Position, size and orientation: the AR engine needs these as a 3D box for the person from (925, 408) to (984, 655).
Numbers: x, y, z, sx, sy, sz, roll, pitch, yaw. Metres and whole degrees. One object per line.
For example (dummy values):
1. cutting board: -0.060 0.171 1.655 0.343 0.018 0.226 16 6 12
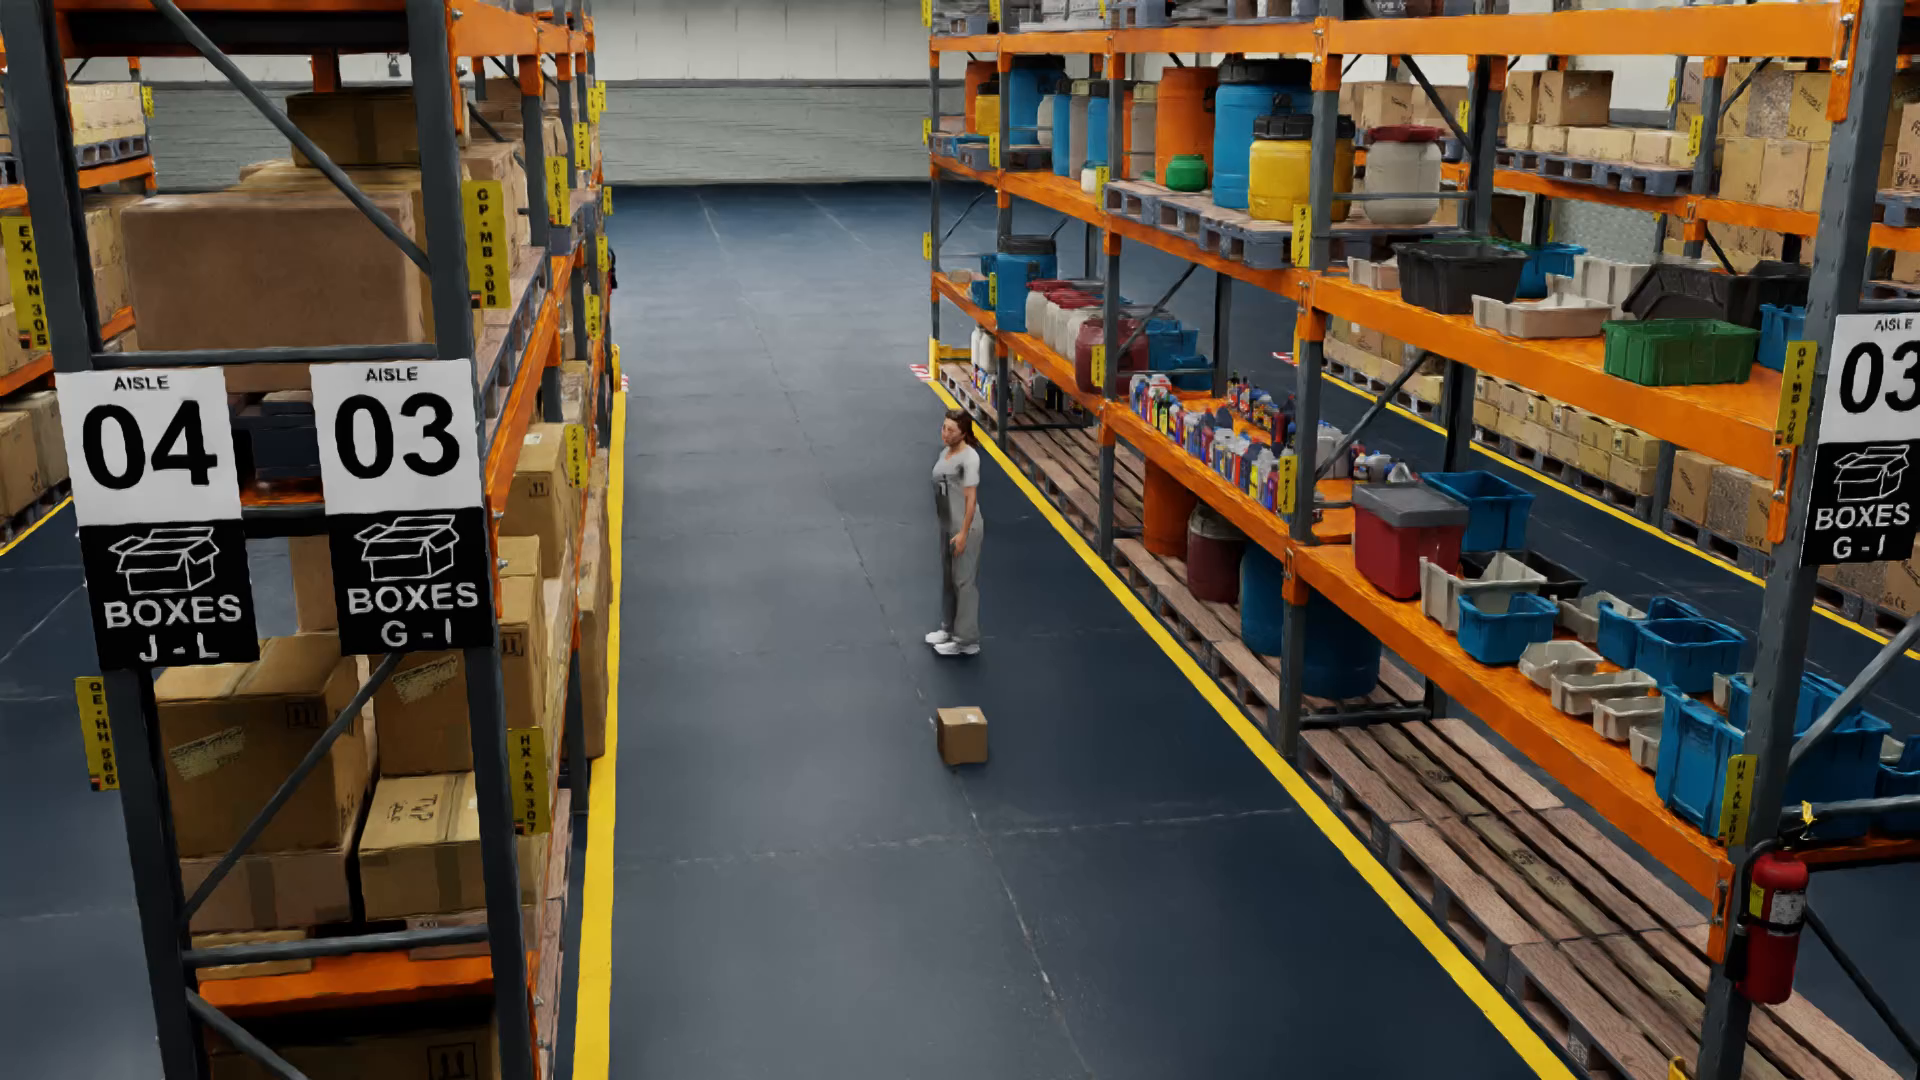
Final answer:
1. person: -0.028 -0.060 11.158 0.370 1.681 0.496 -8 18 -25
